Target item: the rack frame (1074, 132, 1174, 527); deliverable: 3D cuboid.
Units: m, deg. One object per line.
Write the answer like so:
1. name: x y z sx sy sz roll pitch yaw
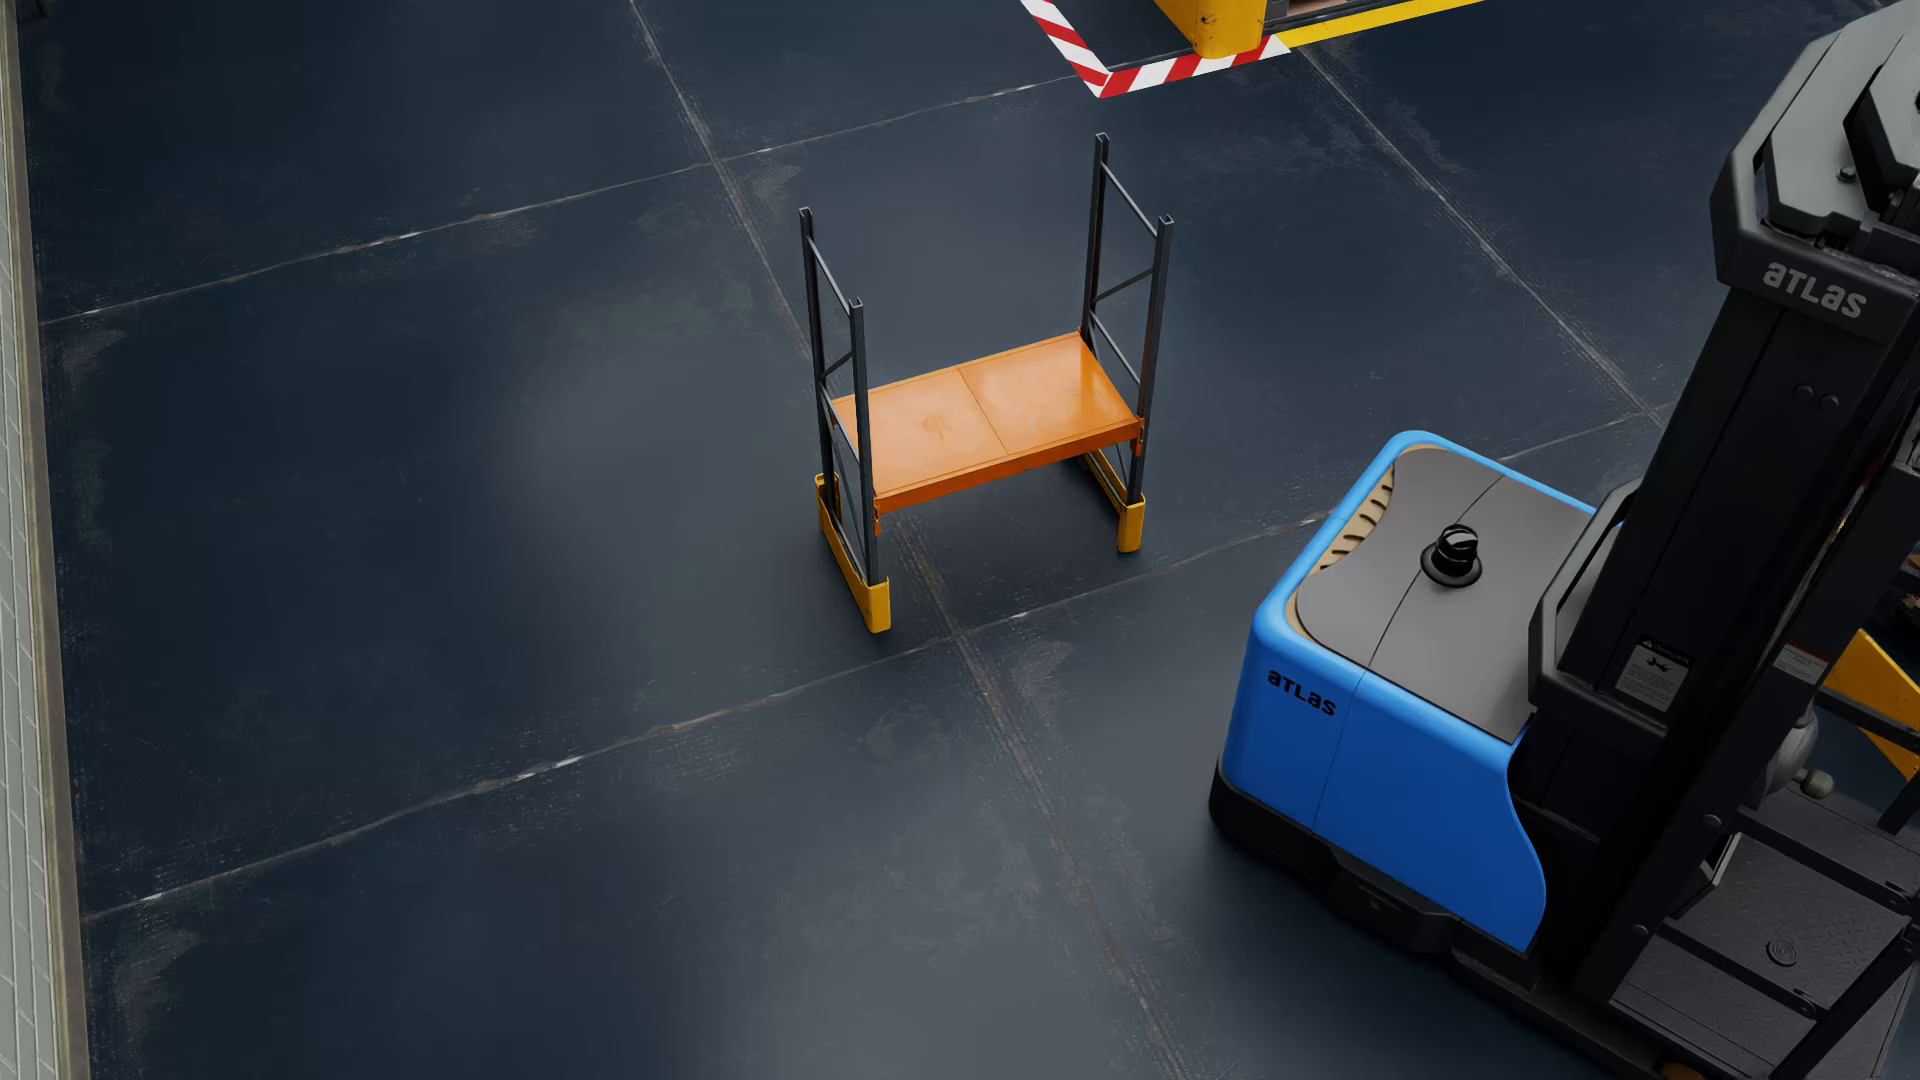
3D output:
1. rack frame: 0.550 -0.659 5.827 0.032 1.500 0.500 -17 52 -14

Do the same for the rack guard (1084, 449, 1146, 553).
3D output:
1. rack guard: 0.532 -0.246 6.297 0.087 0.250 0.587 -17 52 -14

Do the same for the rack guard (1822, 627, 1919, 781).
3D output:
1. rack guard: 3.216 0.410 5.568 0.348 0.500 1.175 -17 52 -14

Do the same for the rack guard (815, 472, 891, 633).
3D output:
1. rack guard: -0.390 0.040 6.051 0.087 0.250 0.587 -17 52 -14

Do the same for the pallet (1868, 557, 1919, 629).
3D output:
1. pallet: 3.981 0.296 5.857 1.213 0.211 1.003 -17 52 -14

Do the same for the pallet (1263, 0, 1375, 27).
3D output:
1. pallet: 1.891 -3.206 8.864 1.213 0.211 1.003 -17 52 -14

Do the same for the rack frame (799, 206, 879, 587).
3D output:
1. rack frame: -0.392 -0.367 5.577 0.032 1.500 0.500 -17 52 -14

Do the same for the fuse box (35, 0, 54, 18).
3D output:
1. fuse box: -4.691 -3.294 7.951 0.414 1.711 0.539 -17 52 -14

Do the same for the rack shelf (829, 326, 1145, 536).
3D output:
1. rack shelf: 0.079 -0.396 5.838 1.000 0.185 0.538 -17 52 -14

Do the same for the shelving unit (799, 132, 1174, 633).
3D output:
1. shelving unit: 0.071 -0.511 5.700 1.083 1.500 0.587 -17 52 -14

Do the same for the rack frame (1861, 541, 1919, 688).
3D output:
1. rack frame: 3.145 -0.383 4.601 0.127 3.000 1.000 -17 52 -14

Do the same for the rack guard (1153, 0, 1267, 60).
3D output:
1. rack guard: 1.158 -3.009 8.505 0.348 0.500 1.175 -17 52 -14

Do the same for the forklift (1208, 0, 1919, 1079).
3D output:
1. forklift: 2.298 0.335 4.031 3.031 2.935 1.130 29 55 23

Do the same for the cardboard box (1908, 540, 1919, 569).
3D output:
1. cardboard box: 3.554 0.112 5.779 0.250 0.149 0.380 -16 51 -14
